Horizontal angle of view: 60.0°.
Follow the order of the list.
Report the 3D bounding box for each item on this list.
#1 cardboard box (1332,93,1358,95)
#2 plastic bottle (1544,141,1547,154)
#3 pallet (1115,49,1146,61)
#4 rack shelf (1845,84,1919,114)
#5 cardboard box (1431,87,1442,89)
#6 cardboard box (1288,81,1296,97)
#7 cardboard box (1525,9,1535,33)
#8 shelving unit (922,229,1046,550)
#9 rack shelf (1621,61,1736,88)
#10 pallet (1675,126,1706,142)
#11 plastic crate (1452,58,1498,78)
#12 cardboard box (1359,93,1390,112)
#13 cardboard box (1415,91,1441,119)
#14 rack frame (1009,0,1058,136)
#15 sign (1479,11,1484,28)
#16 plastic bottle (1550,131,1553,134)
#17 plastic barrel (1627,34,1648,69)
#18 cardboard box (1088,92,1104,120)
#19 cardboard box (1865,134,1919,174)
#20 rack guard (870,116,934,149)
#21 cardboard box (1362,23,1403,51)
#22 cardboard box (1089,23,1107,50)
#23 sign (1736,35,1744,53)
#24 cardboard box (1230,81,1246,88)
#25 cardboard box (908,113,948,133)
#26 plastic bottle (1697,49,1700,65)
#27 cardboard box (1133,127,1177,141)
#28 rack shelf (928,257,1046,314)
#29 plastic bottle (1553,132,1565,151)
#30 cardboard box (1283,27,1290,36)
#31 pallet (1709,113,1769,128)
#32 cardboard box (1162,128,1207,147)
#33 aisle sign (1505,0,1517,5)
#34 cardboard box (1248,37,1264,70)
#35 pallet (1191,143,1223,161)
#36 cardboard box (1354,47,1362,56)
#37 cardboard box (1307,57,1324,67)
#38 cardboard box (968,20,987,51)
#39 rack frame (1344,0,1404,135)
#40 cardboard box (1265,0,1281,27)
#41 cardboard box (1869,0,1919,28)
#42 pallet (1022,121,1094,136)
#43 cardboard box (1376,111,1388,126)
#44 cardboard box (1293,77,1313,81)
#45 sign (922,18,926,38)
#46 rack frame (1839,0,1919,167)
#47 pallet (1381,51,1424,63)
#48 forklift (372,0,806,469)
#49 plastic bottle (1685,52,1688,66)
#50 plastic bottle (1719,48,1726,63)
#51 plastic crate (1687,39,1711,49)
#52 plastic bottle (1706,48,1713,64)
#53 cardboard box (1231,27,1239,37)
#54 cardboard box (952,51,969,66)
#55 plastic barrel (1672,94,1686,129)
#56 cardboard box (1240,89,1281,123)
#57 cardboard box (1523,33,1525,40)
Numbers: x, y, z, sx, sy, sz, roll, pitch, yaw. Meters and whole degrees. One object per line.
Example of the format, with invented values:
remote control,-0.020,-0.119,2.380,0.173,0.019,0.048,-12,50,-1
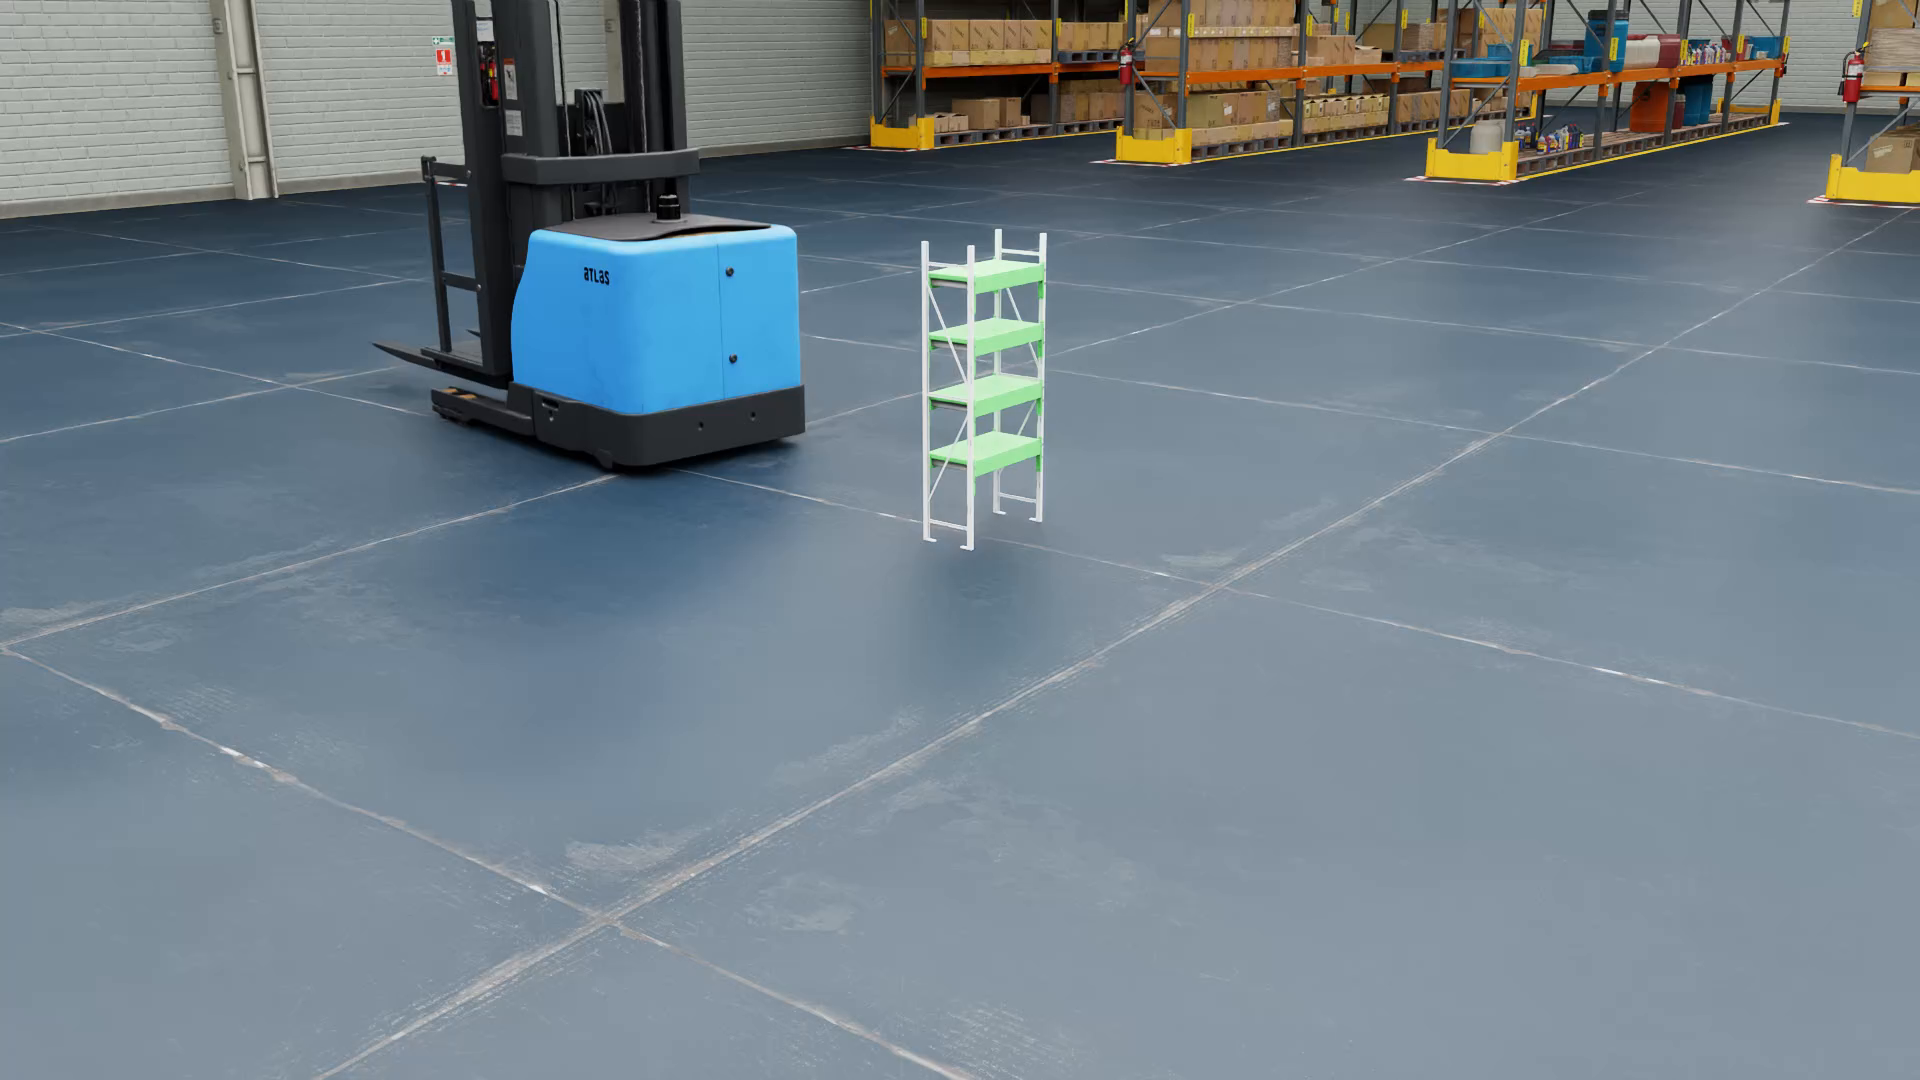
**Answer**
cardboard box,7.172,-8.199,31.071,0.500,0.311,0.500,13,22,37
plastic bottle,8.321,-5.610,23.728,0.097,0.201,0.097,0,17,0
pallet,3.400,-9.711,33.280,1.213,0.211,1.003,12,21,35
rack shelf,12.098,-5.593,20.908,1.077,0.370,4.000,12,21,35
cardboard box,10.215,-9.272,35.015,0.500,0.500,0.500,12,21,35
cardboard box,7.572,-10.480,38.940,0.700,0.500,0.500,12,21,33
cardboard box,12.142,-11.272,36.130,0.500,0.500,0.500,13,22,36
shelving unit,0.099,-0.612,6.693,0.258,1.200,0.503,12,21,35
rack shelf,12.887,-8.373,29.862,1.077,0.370,4.000,12,21,35
pallet,12.859,-7.393,30.195,1.003,0.211,1.213,12,21,35
plastic crate,6.987,-6.436,22.662,0.499,0.251,0.616,12,21,35
cardboard box,7.605,-8.104,30.764,0.500,0.311,0.500,13,22,36
cardboard box,9.137,-8.560,32.725,0.500,0.500,0.500,12,21,33
rack frame,1.356,-9.038,30.791,1.000,3.000,0.127,12,21,35
sign,10.551,-10.525,33.626,0.100,0.325,0.005,12,21,35
plastic bottle,8.667,-5.854,24.376,0.061,0.283,0.133,12,21,35
plastic barrel,10.753,-7.820,26.637,0.433,0.535,0.433,0,17,0
cardboard box,2.385,-8.479,32.464,0.700,0.500,0.500,13,21,35
cardboard box,11.292,-4.612,20.045,0.500,0.500,0.500,-15,23,-40
rack guard,-0.982,-6.910,28.152,1.175,0.500,0.348,12,21,35
cardboard box,8.004,-9.535,31.513,0.700,0.500,0.500,5,18,16
cardboard box,2.392,-9.706,32.029,0.700,0.500,0.500,16,24,42
sign,14.519,-9.228,30.934,0.100,0.325,0.005,12,21,35
cardboard box,5.839,-9.940,36.611,0.750,0.750,0.750,13,21,35
cardboard box,-0.543,-7.161,28.536,0.500,0.311,0.500,10,20,29
plastic bottle,12.992,-8.523,29.348,0.097,0.271,0.097,0,17,0
cardboard box,3.035,-6.279,25.832,0.500,0.250,0.500,12,21,35
rack shelf,0.099,-1.010,6.569,0.258,0.148,0.480,12,21,35
plastic bottle,8.753,-5.832,24.317,0.152,0.276,0.135,13,21,36
cardboard box,5.197,-8.360,27.345,0.380,0.149,0.250,12,21,34
pallet,15.940,-8.625,34.161,1.003,0.211,1.213,12,21,35
cardboard box,3.451,-6.187,25.538,0.500,0.250,0.500,12,21,35
aisle sign,12.291,-12.332,37.013,0.394,0.787,0.004,12,21,35
cardboard box,4.466,-7.859,26.826,0.700,0.500,0.500,13,21,35
pallet,3.375,-6.069,25.931,1.003,0.211,1.213,12,21,35
cardboard box,7.031,-8.895,30.481,0.500,0.311,0.500,12,21,34
cardboard box,6.028,-8.219,28.576,0.380,0.149,0.250,12,21,35
cardboard box,0.114,-8.680,28.593,0.500,0.500,0.500,12,21,33
rack frame,7.720,-9.117,31.043,1.000,3.000,0.127,12,21,35
cardboard box,4.777,-8.604,27.036,0.700,0.500,0.500,12,21,35
cardboard box,11.036,-6.302,19.623,0.500,0.500,0.500,12,21,35
pallet,1.818,-7.892,31.803,1.003,0.211,1.213,12,21,35
cardboard box,7.602,-7.836,30.846,0.500,0.250,0.500,13,21,36
cardboard box,8.087,-10.905,39.215,0.380,0.149,0.250,13,22,36
sign,-0.592,-8.403,27.286,0.100,0.325,0.005,12,21,35
rack frame,10.907,-5.460,19.267,1.000,3.000,0.127,12,21,35
pallet,8.067,-9.199,31.631,1.213,0.211,1.003,12,21,35
forklift,-2.147,-2.086,8.518,1.130,2.935,3.031,-16,23,-41
plastic bottle,12.489,-8.337,28.743,0.152,0.276,0.135,12,21,35
plastic bottle,14.104,-8.983,30.822,0.152,0.276,0.135,12,21,35
plastic crate,14.083,-9.386,31.835,0.392,0.384,0.575,12,21,35
plastic bottle,13.505,-8.744,30.052,0.152,0.276,0.135,12,21,35
cardboard box,4.125,-7.931,25.964,0.380,0.149,0.250,12,21,34
cardboard box,-0.184,-8.210,28.343,0.500,0.250,0.500,12,21,33
plastic barrel,12.646,-7.678,29.768,0.600,0.588,0.708,12,21,35
cardboard box,4.928,-7.143,27.353,0.500,0.500,0.500,12,21,35
cardboard box,11.830,-10.673,35.886,0.500,0.500,0.500,13,21,35
